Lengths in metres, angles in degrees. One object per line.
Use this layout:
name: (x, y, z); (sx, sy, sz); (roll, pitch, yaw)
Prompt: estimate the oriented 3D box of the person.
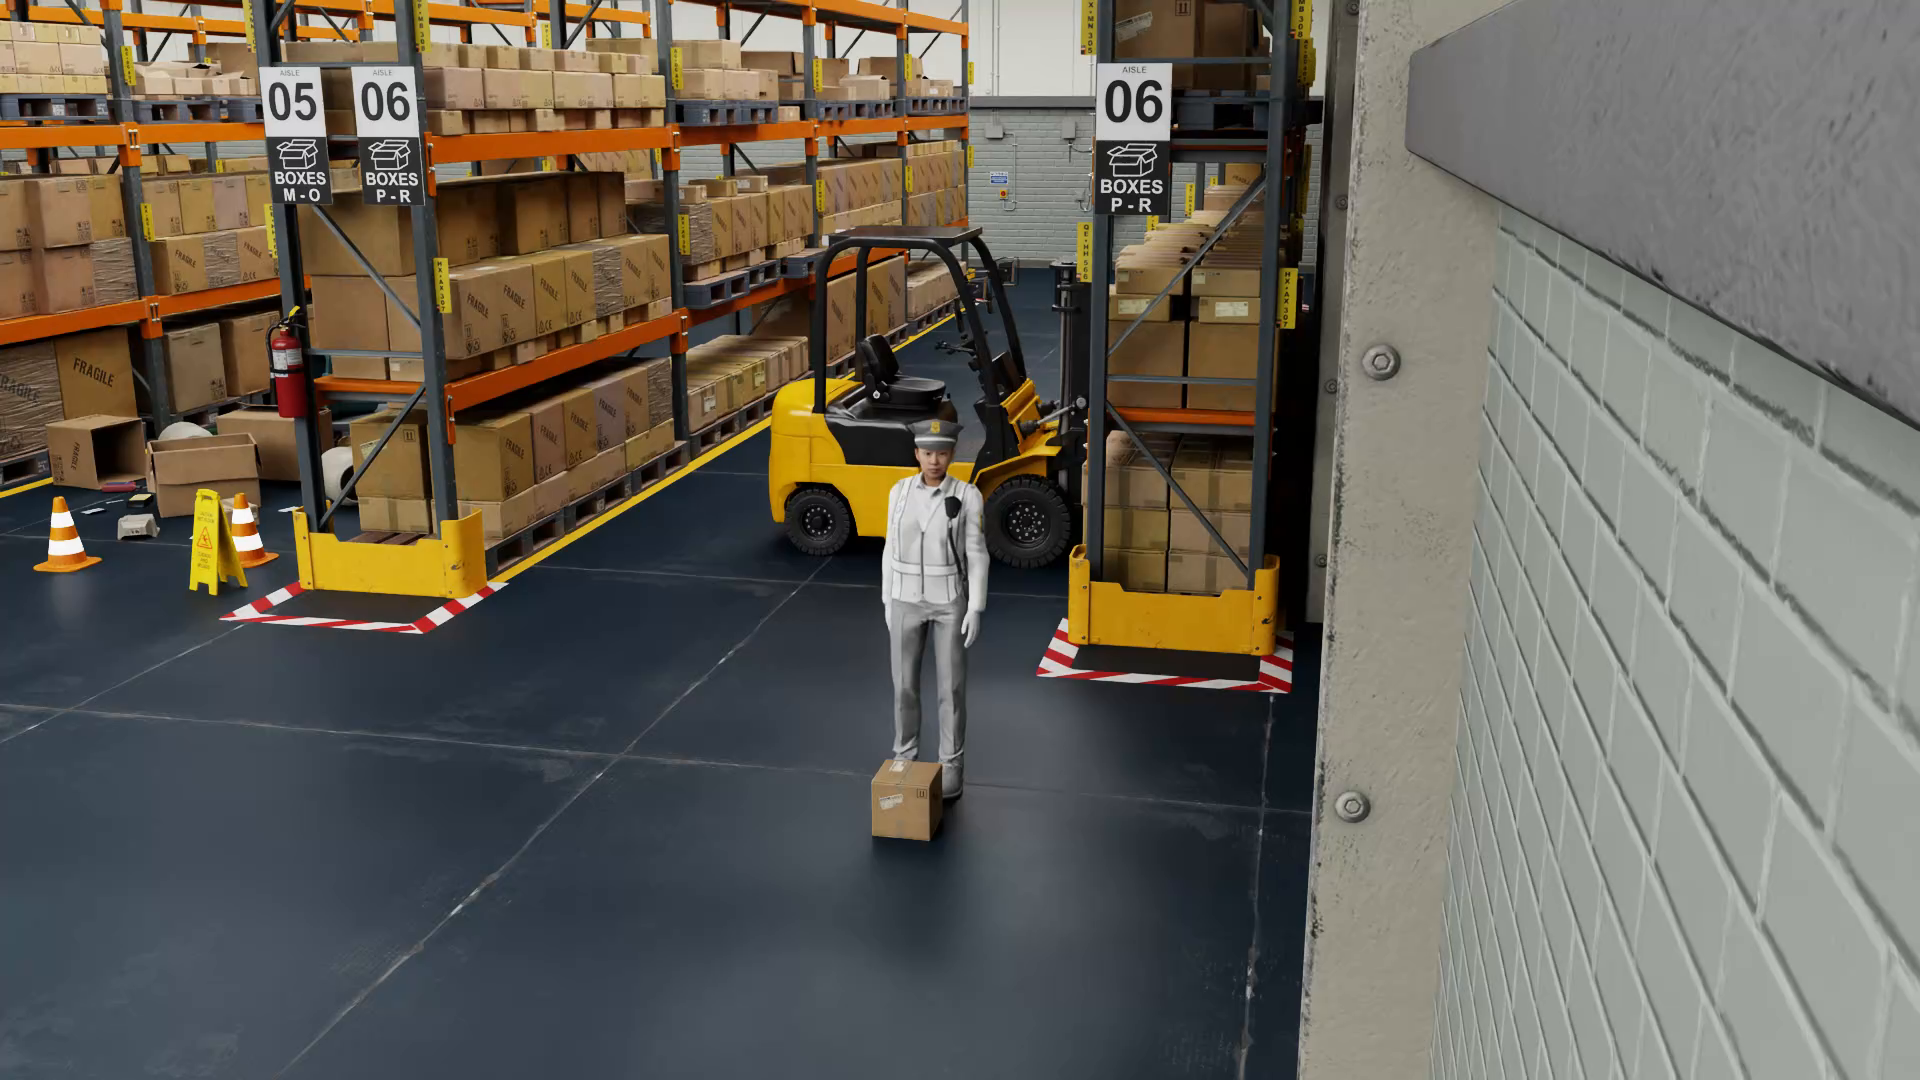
person: (-0.114, 0.306, 7.335); (0.483, 1.724, 0.366); (3, 15, 12)
